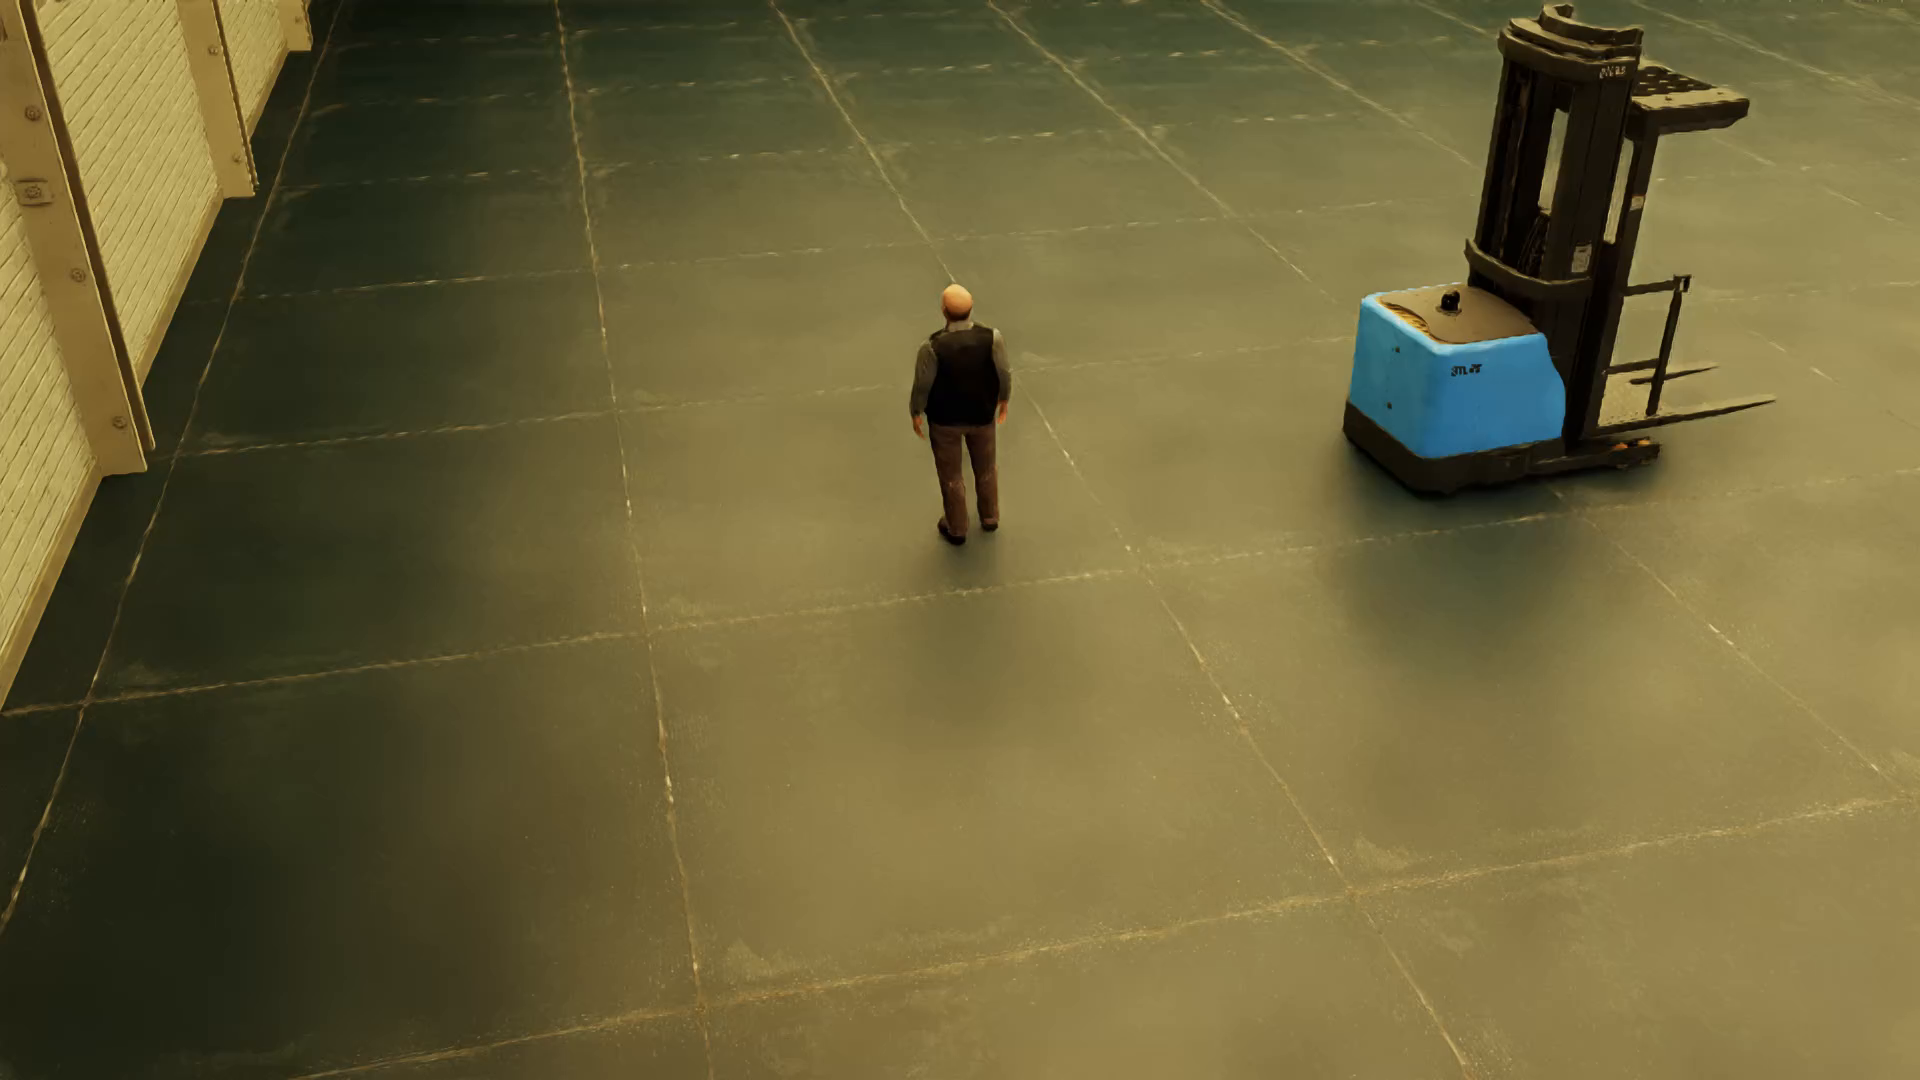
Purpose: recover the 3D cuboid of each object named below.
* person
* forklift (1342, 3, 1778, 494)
[{"bbox_3d":[-0.007,-0.782,10.119,0.632,1.720,0.567,-7,31,-12],"label":"person"},{"bbox_3d":[4.263,-2.000,11.029,3.031,2.935,1.130,-10,31,-16],"label":"forklift"}]
